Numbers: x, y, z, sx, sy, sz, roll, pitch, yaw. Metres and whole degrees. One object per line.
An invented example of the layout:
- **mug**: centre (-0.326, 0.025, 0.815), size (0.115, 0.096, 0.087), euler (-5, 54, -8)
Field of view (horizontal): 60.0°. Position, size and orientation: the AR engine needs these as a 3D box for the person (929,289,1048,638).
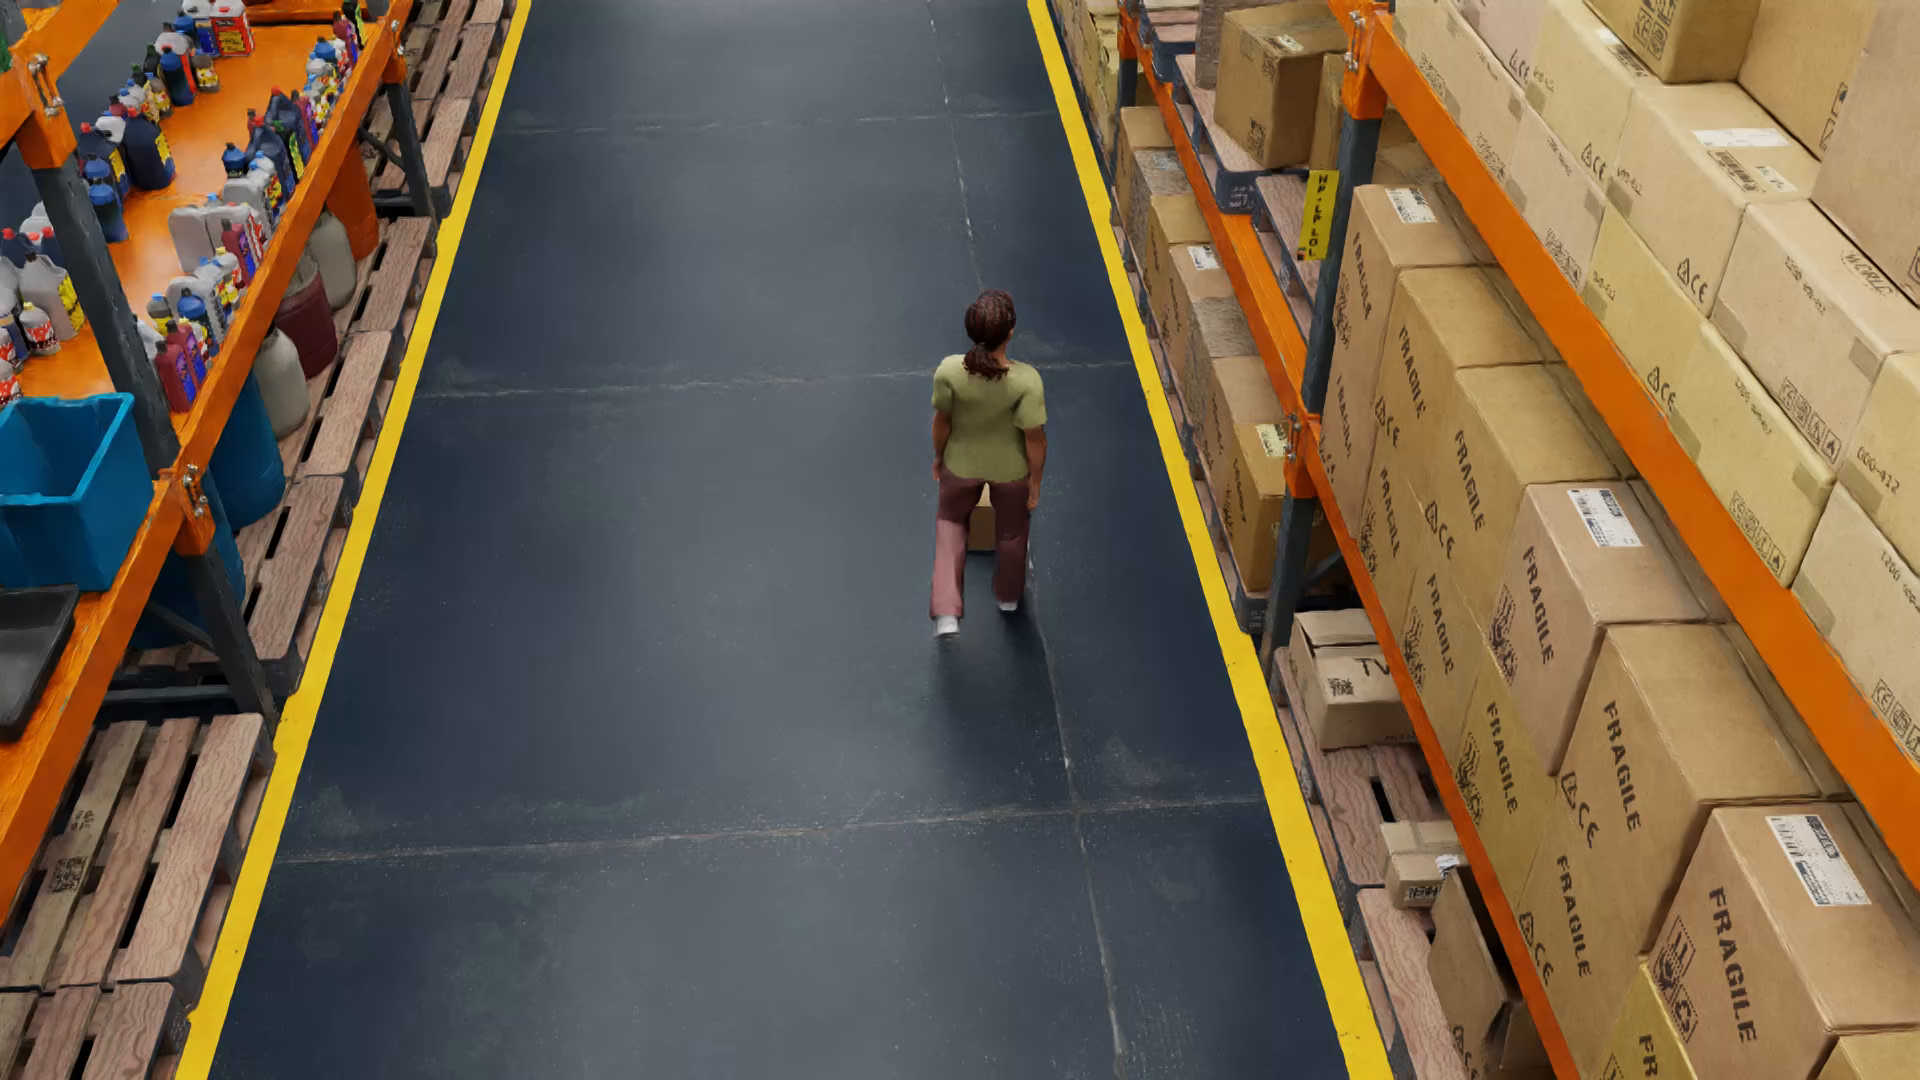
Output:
- **person**: centre (0.114, -0.295, 6.499), size (0.461, 1.652, 0.754), euler (5, 40, 6)
